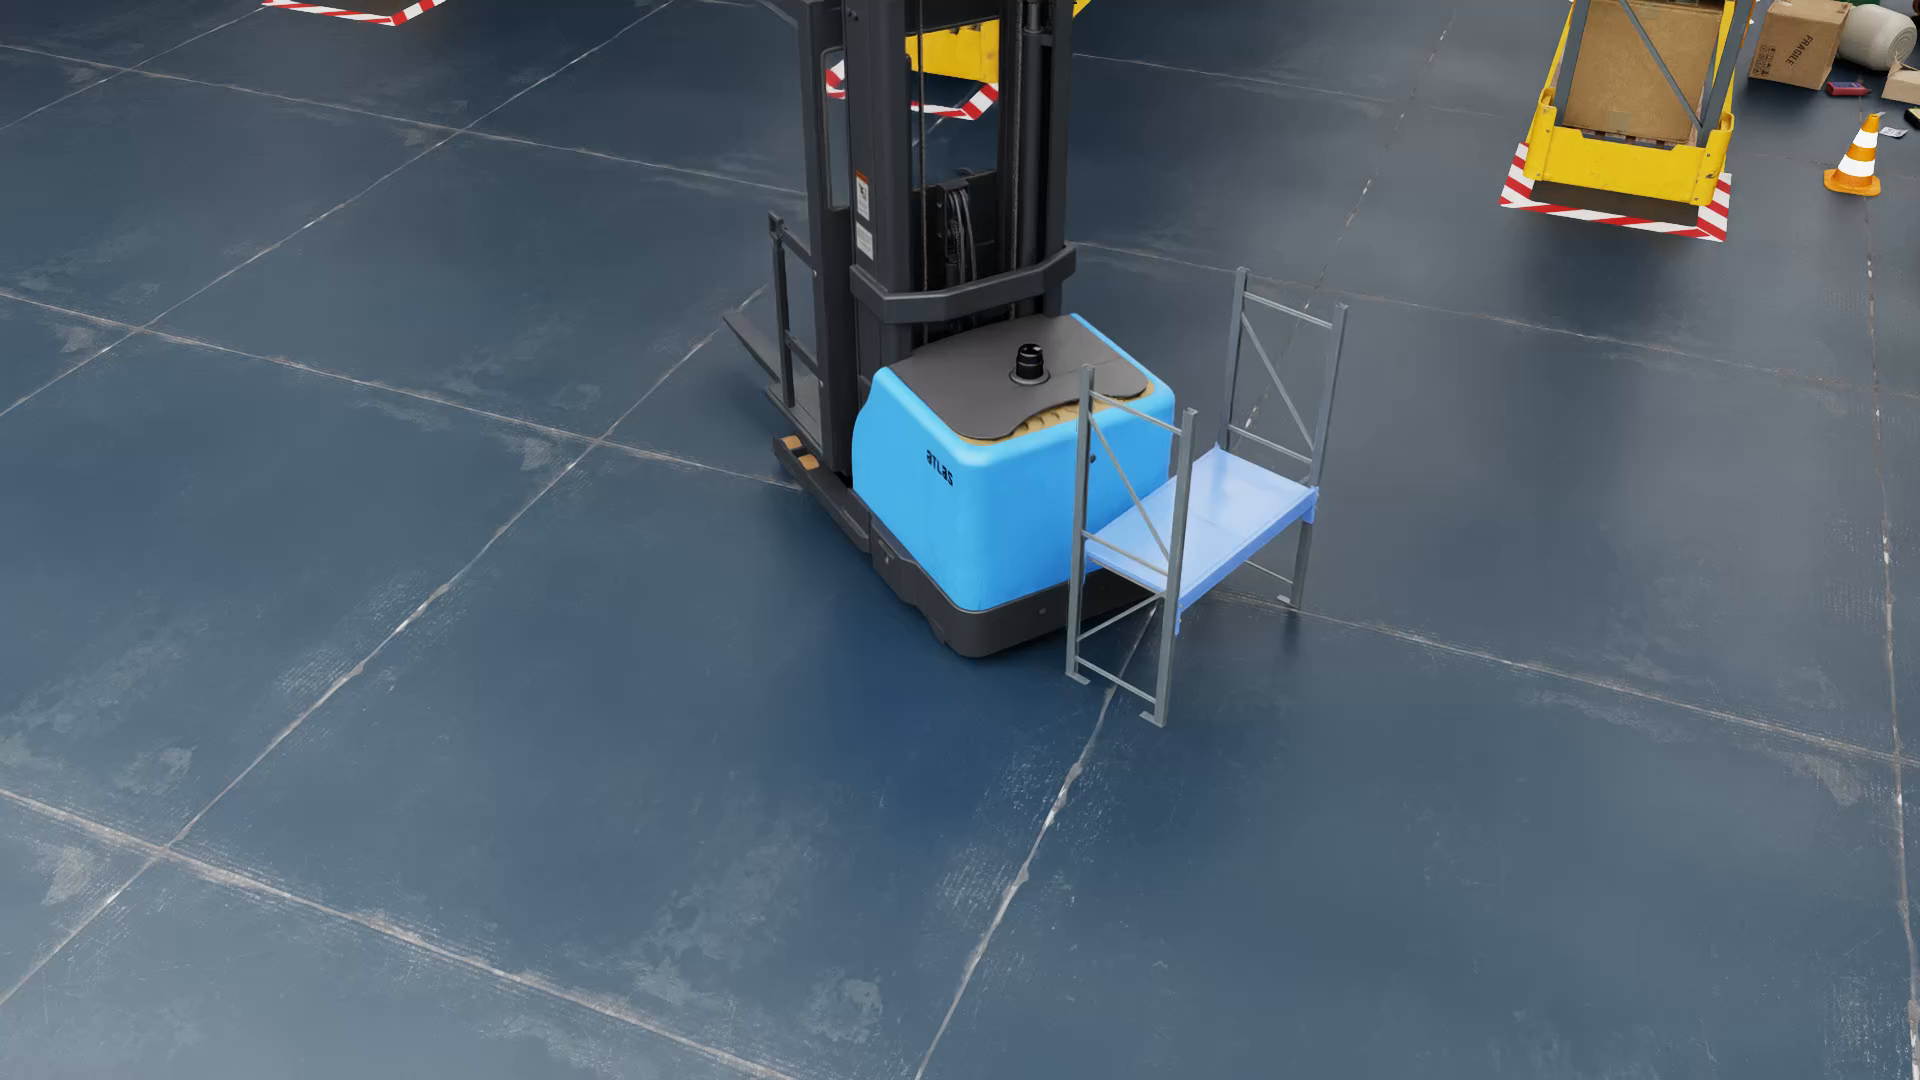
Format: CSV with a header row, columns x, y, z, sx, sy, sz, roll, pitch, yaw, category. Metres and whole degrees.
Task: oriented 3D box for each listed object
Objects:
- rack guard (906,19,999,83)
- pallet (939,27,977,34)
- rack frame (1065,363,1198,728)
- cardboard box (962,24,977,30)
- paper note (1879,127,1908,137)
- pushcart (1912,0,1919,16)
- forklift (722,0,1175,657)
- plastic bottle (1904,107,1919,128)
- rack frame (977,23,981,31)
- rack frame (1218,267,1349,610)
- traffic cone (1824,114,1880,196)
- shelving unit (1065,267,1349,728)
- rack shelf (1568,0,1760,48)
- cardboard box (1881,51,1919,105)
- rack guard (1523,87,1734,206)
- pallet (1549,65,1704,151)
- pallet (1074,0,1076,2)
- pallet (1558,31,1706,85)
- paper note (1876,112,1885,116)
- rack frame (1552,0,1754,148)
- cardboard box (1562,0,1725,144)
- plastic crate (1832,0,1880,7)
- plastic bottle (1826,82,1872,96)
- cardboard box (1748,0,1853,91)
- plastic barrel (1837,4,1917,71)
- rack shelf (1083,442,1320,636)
x,y,z,sx,sy,sz,roll,pitch,yaw,category
-0.210,-3.787,12.398,1.175,0.500,0.348,14,39,18,rack guard
0.132,-4.113,13.076,1.003,0.211,1.213,14,39,18,pallet
0.640,0.057,6.422,0.500,1.500,0.032,28,45,32,rack frame
0.014,-4.255,12.674,0.500,0.500,0.500,21,42,26,cardboard box
6.461,-2.828,11.510,0.144,0.017,0.142,29,45,33,paper note
8.320,-4.144,12.979,1.648,0.377,0.936,1,37,2,pushcart
-0.261,-1.545,7.368,1.130,2.935,3.031,-19,41,-23,forklift
6.729,-2.974,11.678,0.133,0.061,0.283,1,37,2,plastic bottle
-0.239,-4.746,11.594,1.000,3.000,0.127,14,39,18,rack frame
1.314,-0.400,7.032,0.500,1.500,0.032,28,45,32,rack frame
5.825,-2.514,10.727,0.336,0.463,0.334,14,39,18,traffic cone
0.977,-0.172,6.727,0.538,1.500,1.048,28,45,32,shelving unit
5.071,-4.379,11.704,1.077,0.370,4.000,14,39,18,rack shelf
6.881,-3.308,11.954,0.396,0.266,0.258,21,42,25,cardboard box
4.301,-2.545,10.738,1.175,0.500,0.348,14,39,18,rack guard
4.542,-2.903,11.458,1.003,0.211,1.213,14,39,18,pallet
0.598,-4.786,13.976,1.003,0.211,1.213,14,39,18,pallet
5.007,-3.577,12.359,1.003,0.211,1.213,14,39,18,pallet
6.508,-3.013,11.772,0.123,0.001,0.032,-25,43,-29,paper note
4.310,-3.560,10.007,1.000,3.000,0.127,14,39,18,rack frame
4.507,-3.268,11.040,0.875,0.875,0.875,14,39,18,cardboard box
6.977,-4.277,13.267,0.662,0.188,0.450,-25,33,-29,plastic crate
6.463,-3.276,12.082,0.283,0.061,0.133,1,37,2,plastic bottle
6.190,-3.681,12.255,0.500,0.500,0.500,21,42,25,cardboard box
6.819,-3.765,12.434,0.421,0.421,0.512,-17,40,-22,plastic barrel
0.977,-0.027,6.834,0.538,0.185,1.000,28,45,32,rack shelf
